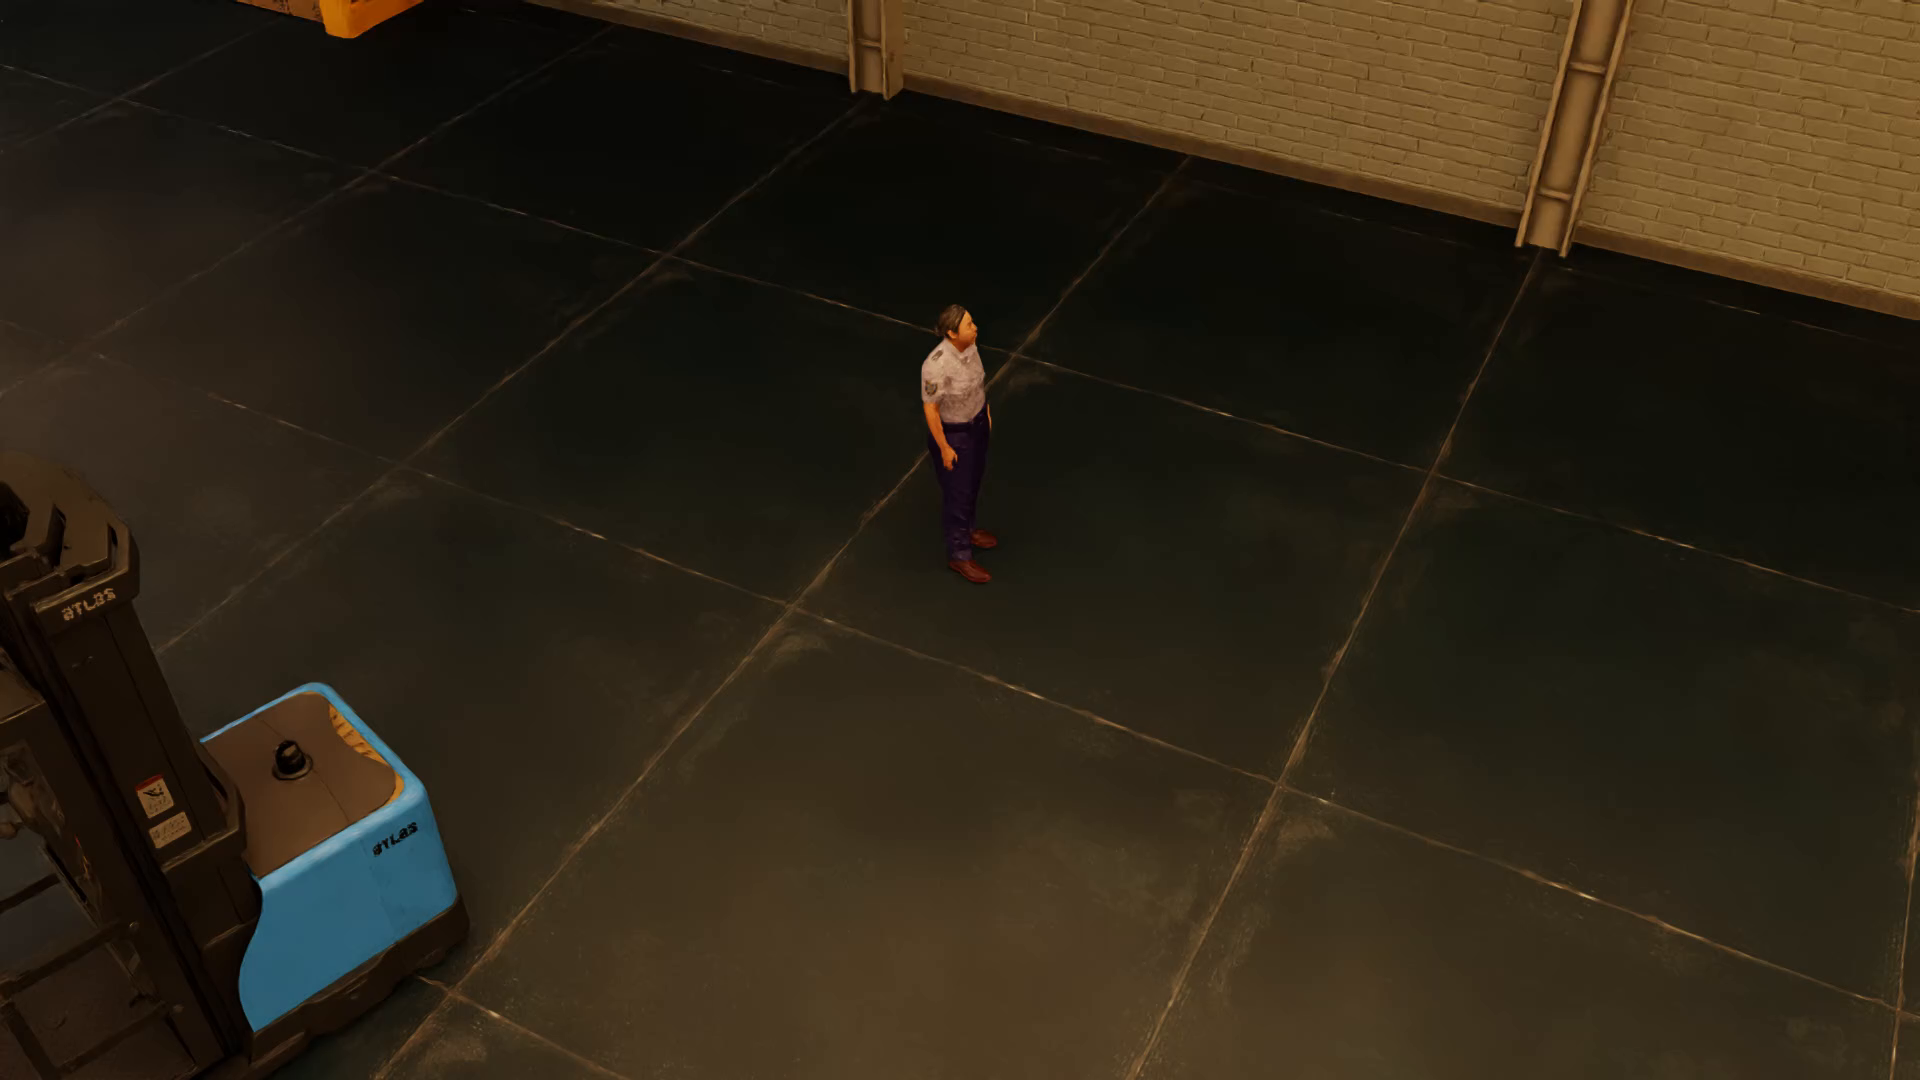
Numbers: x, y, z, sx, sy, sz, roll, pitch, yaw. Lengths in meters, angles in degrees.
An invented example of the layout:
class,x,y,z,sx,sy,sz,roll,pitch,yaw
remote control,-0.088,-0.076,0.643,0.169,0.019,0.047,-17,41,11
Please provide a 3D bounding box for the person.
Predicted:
class,x,y,z,sx,sy,sz,roll,pitch,yaw
person,0.069,-0.596,9.679,0.502,1.650,0.599,18,43,21

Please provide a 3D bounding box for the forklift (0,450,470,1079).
class,x,y,z,sx,sy,sz,roll,pitch,yaw
forklift,-3.751,1.228,6.528,3.031,2.935,1.130,-32,50,-32
